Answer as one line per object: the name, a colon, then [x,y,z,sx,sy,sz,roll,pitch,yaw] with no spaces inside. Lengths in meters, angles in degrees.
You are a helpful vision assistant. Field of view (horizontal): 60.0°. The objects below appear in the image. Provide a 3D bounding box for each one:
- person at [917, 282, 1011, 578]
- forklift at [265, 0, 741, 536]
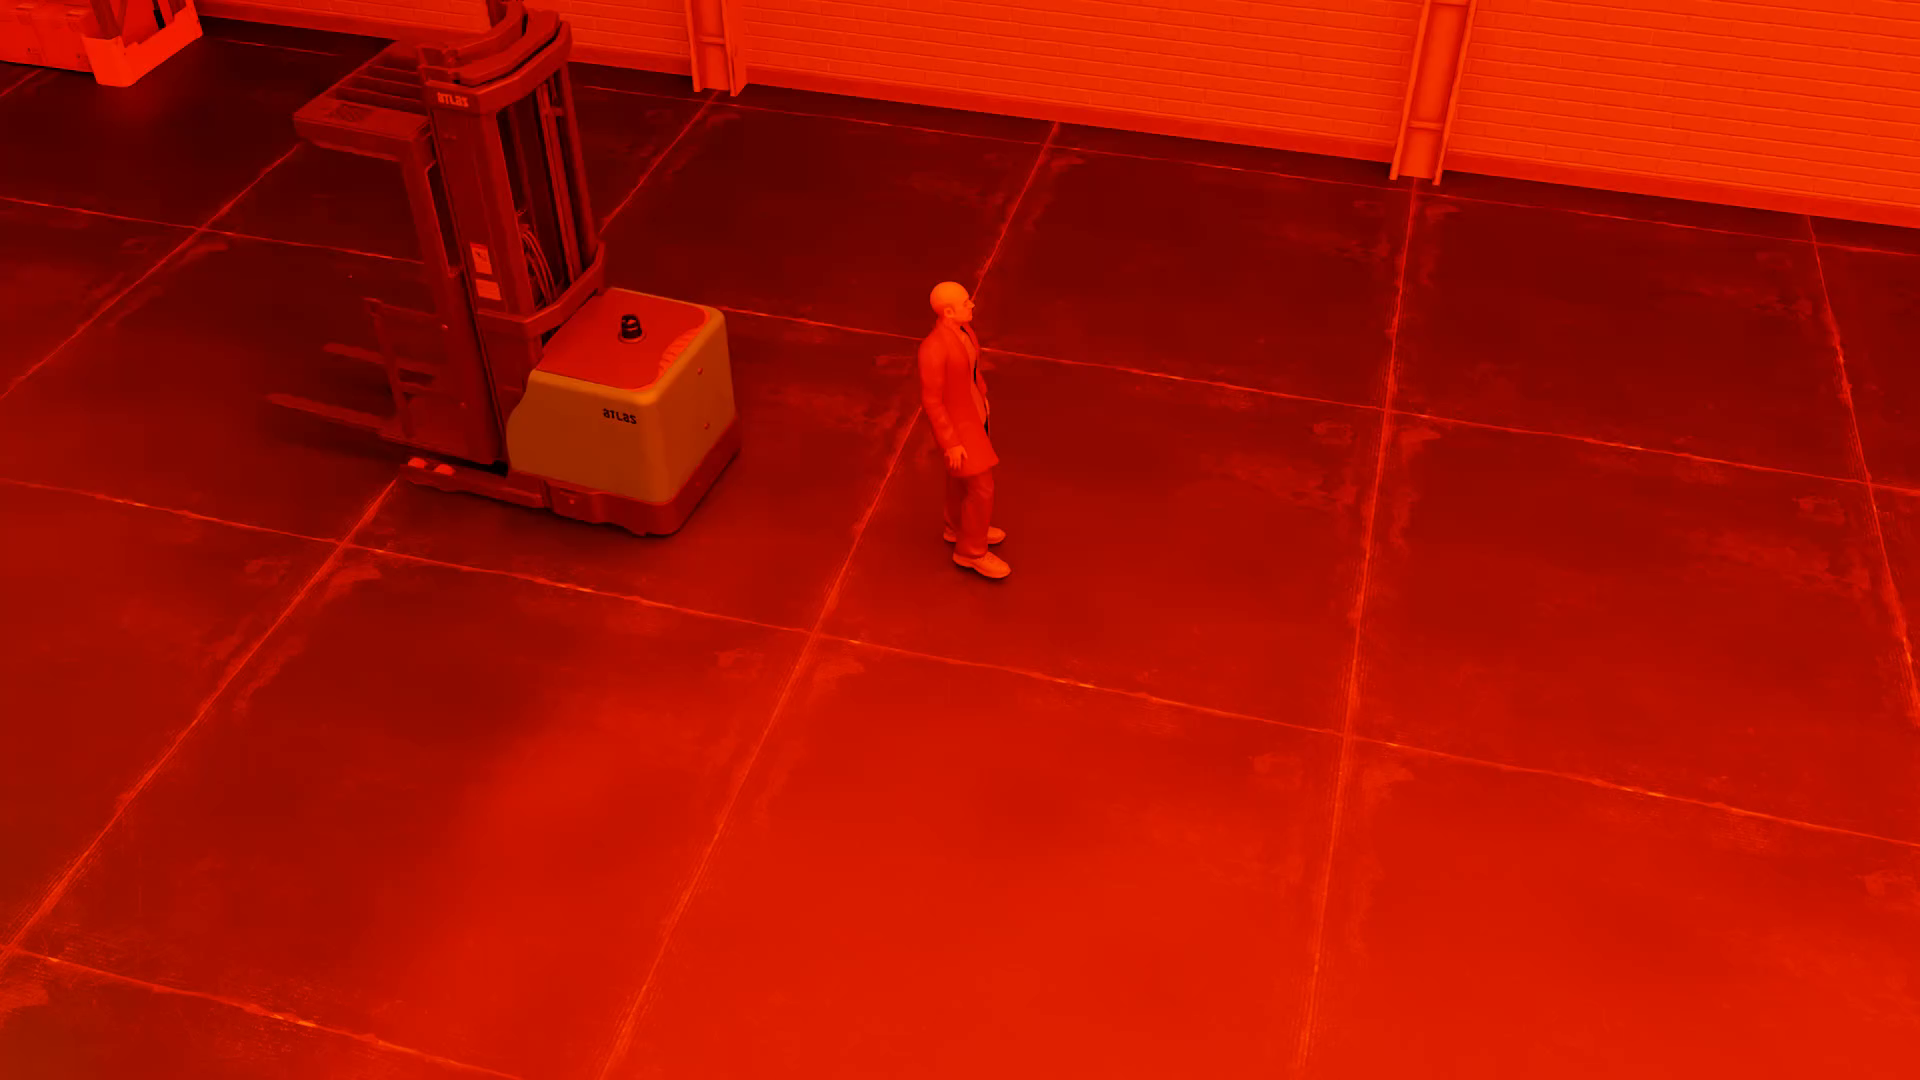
person: [0.088,-0.655,9.474,0.580,1.777,0.696,10,42,11]
forklift: [-2.978,-1.721,9.825,3.031,2.935,1.130,13,43,15]
